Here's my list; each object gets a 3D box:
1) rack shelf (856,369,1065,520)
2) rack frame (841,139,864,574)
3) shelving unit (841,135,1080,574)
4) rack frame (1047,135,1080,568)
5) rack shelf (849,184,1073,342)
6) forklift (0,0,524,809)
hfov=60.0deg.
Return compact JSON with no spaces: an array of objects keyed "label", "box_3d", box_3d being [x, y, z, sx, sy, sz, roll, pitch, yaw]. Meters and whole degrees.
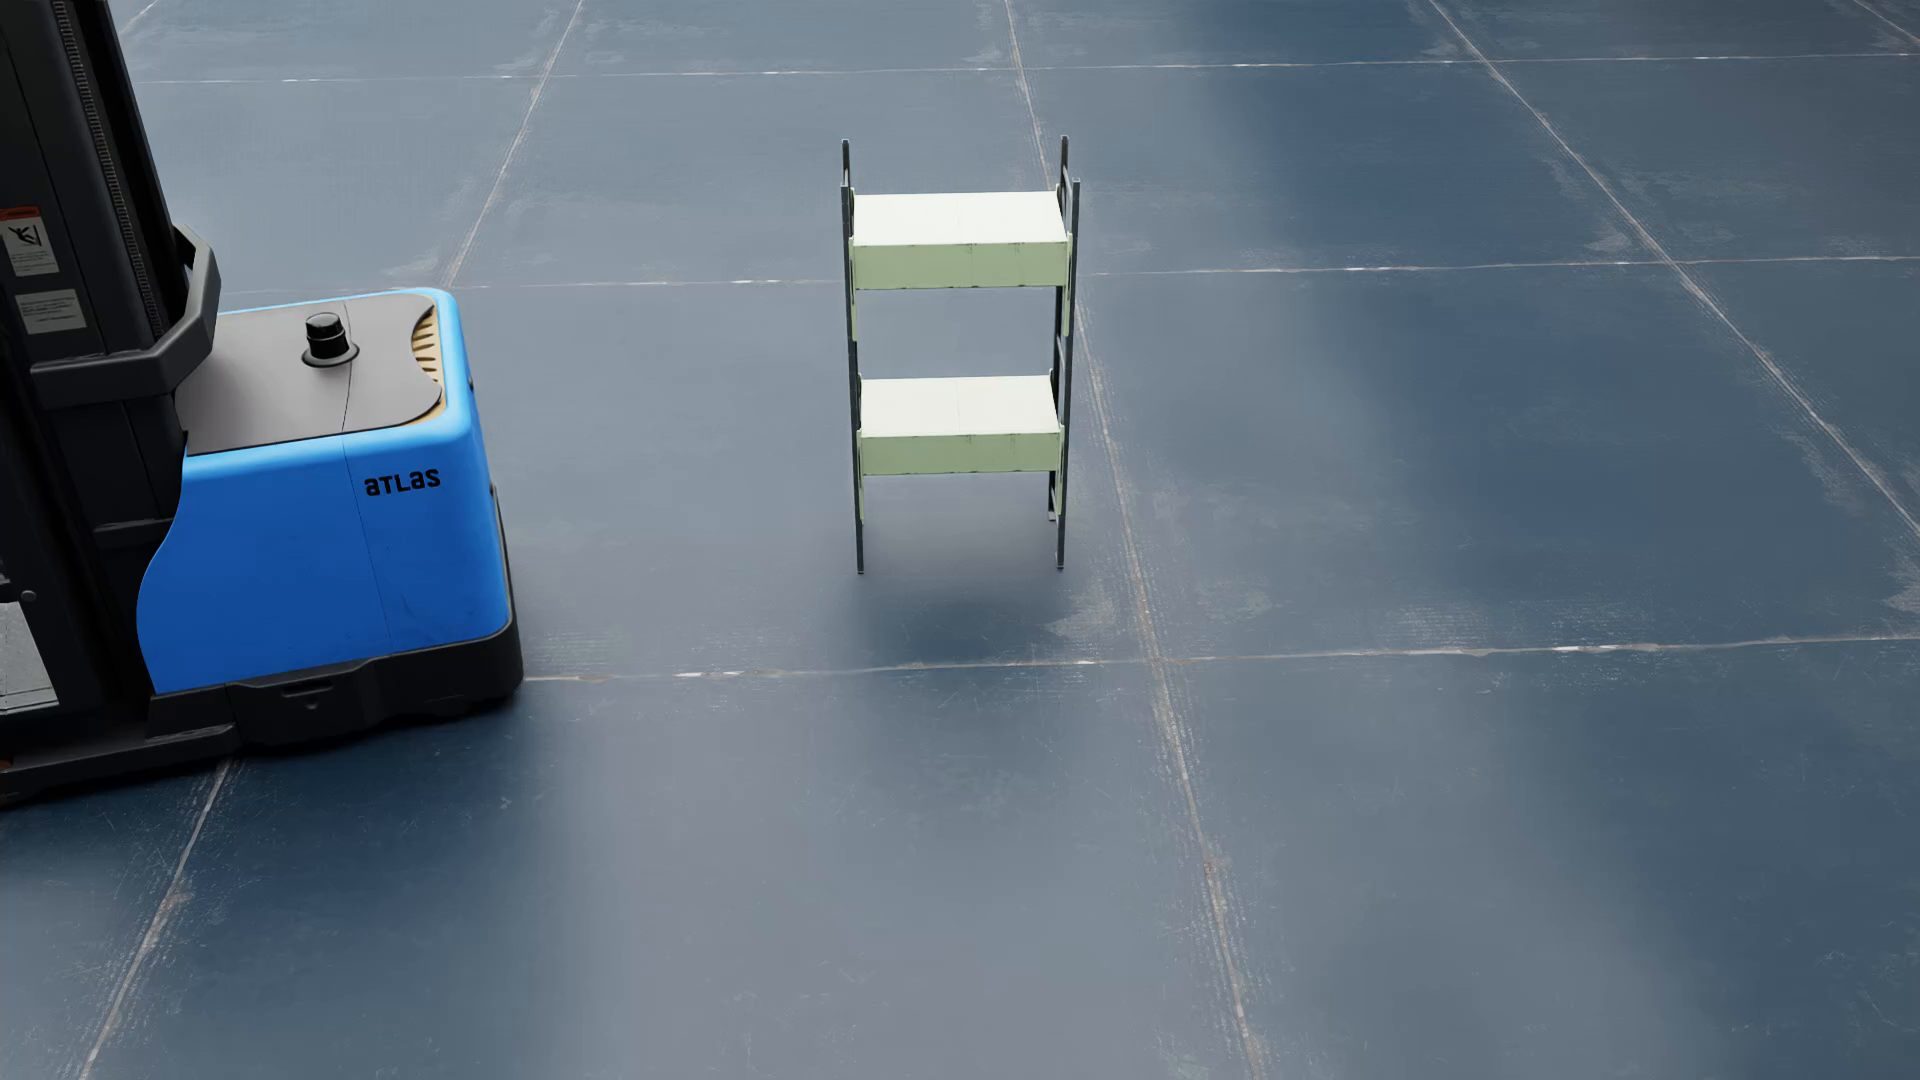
[{"label":"rack shelf","box_3d":[-0.007,-0.348,6.008,0.720,0.370,0.431,-2,35,-2]},{"label":"rack frame","box_3d":[-0.372,-0.607,5.809,0.023,1.500,0.400,-2,35,-2]},{"label":"shelving unit","box_3d":[-0.007,-0.617,5.823,0.755,1.500,0.431,-2,35,-2]},{"label":"rack frame","box_3d":[0.359,-0.626,5.837,0.023,1.500,0.400,-2,35,-2]},{"label":"rack shelf","box_3d":[-0.007,-0.937,5.601,0.720,0.370,0.431,-2,35,-2]},{"label":"forklift","box_3d":[-3.011,-0.685,4.664,3.031,2.935,1.130,-10,36,-14]}]
